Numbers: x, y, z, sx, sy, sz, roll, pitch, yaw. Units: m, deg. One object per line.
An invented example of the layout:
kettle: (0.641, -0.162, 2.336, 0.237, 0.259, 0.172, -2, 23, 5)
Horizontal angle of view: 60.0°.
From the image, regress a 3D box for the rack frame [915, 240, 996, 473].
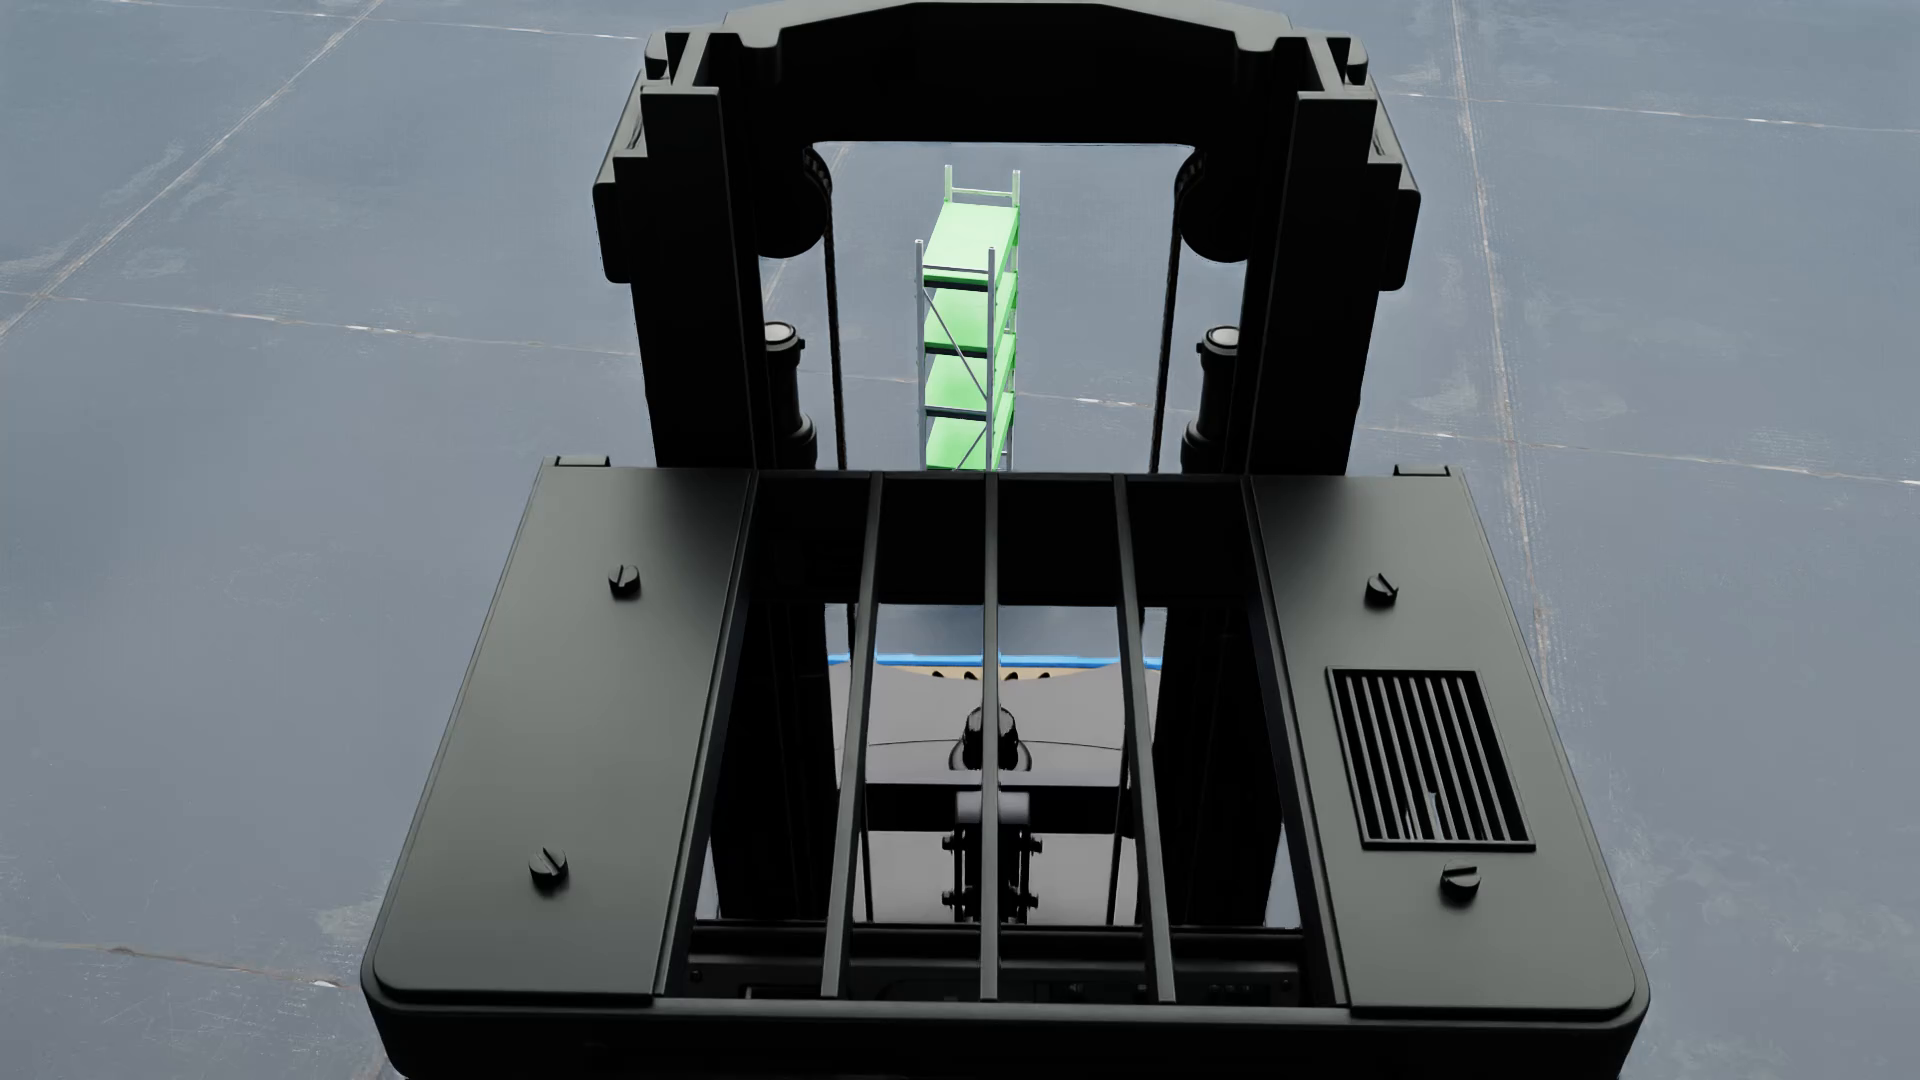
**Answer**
rack frame: (-0.014, -0.413, 5.308, 0.240, 1.200, 0.015, 6, 40, 8)

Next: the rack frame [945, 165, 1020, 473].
rack frame: (0.071, -0.719, 5.679, 0.240, 1.200, 0.015, 6, 40, 8)

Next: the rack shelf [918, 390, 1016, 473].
rack shelf: (0.029, -0.332, 5.687, 0.258, 0.148, 0.480, 6, 40, 8)

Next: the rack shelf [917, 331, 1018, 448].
rack shelf: (0.029, -0.517, 5.534, 0.258, 0.148, 0.480, 6, 40, 8)

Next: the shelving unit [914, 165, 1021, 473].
shelving unit: (0.029, -0.566, 5.493, 0.258, 1.200, 0.503, 6, 40, 8)

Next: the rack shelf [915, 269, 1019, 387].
rack shelf: (0.029, -0.702, 5.381, 0.258, 0.148, 0.480, 6, 40, 8)

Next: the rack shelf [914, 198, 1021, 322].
rack shelf: (0.029, -0.887, 5.228, 0.258, 0.148, 0.480, 6, 40, 8)

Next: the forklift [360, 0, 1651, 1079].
forklift: (0.043, 0.891, 2.372, 1.130, 2.935, 3.031, 1, 40, 1)
